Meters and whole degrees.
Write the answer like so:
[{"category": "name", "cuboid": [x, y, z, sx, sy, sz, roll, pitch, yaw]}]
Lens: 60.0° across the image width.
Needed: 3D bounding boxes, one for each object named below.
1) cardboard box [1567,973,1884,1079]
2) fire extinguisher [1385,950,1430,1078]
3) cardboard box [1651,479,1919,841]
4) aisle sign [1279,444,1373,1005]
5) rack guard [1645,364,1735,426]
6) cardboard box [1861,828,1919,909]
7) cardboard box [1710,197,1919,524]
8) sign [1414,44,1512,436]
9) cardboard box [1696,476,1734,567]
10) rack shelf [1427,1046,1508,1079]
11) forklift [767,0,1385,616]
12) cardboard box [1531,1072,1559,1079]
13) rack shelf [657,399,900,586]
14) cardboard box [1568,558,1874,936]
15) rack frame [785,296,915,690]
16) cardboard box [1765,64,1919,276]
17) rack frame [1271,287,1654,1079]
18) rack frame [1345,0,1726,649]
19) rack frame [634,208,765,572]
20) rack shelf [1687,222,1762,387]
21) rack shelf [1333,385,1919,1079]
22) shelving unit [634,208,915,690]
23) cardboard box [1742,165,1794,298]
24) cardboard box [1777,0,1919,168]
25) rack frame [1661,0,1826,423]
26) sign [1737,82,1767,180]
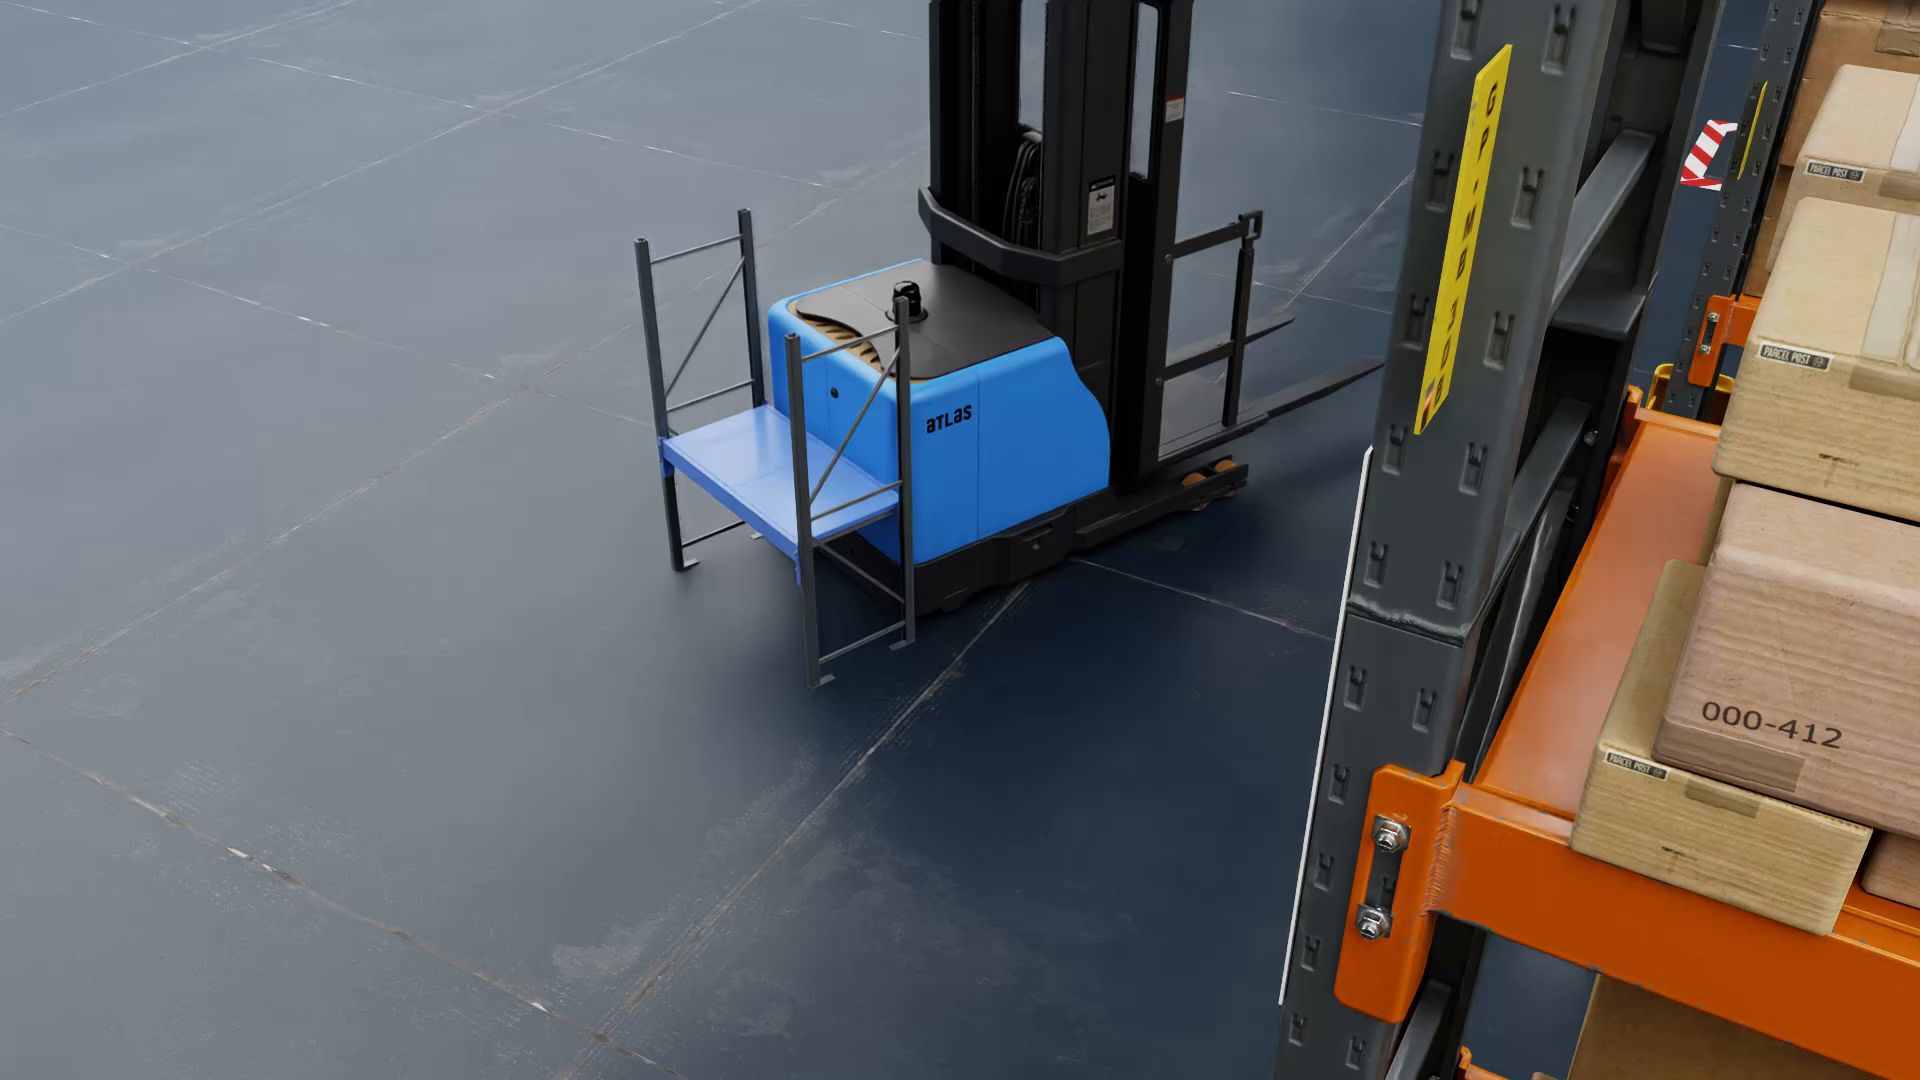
[{"category": "cardboard box", "cuboid": [1.252, 0.554, 2.452, 0.500, 0.500, 0.700, 17, 37, 23]}, {"category": "fire extinguisher", "cuboid": [0.829, 0.879, 3.294, 0.183, 0.674, 0.296, 18, 37, 24]}, {"category": "cardboard box", "cuboid": [1.004, 0.056, 1.620, 0.500, 0.250, 0.500, 17, 37, 24]}, {"category": "aisle sign", "cuboid": [0.492, 0.150, 1.973, 0.004, 0.787, 0.394, 18, 37, 24]}, {"category": "rack guard", "cuboid": [3.047, -0.276, 7.214, 0.348, 0.500, 1.175, 18, 37, 24]}, {"category": "cardboard box", "cuboid": [1.099, 0.233, 1.715, 0.250, 0.149, 0.380, 16, 37, 23]}, {"category": "cardboard box", "cuboid": [0.907, -0.180, 1.615, 0.250, 0.149, 0.380, 17, 37, 24]}, {"category": "sign", "cuboid": [0.431, -0.251, 1.426, 0.005, 0.325, 0.100, 18, 37, 24]}, {"category": "cardboard box", "cuboid": [1.148, -0.081, 2.185, 0.250, 0.149, 0.380, 18, 38, 25]}, {"category": "rack shelf", "cuboid": [2.436, 1.949, 2.265, 4.000, 0.370, 1.077, 18, 37, 24]}, {"category": "forklift", "cuboid": [0.686, -1.564, 6.954, 3.031, 2.935, 1.130, -22, 40, -30]}, {"category": "cardboard box", "cuboid": [0.973, 1.198, 2.386, 0.500, 0.500, 0.500, 17, 37, 24]}, {"category": "rack shelf", "cuboid": [-0.701, -0.210, 6.537, 0.538, 0.185, 1.000, -24, 40, -31]}, {"category": "cardboard box", "cuboid": [0.827, 0.203, 1.759, 0.250, 0.149, 0.380, 18, 38, 24]}, {"category": "rack frame", "cuboid": [-0.384, -0.140, 6.107, 0.500, 1.500, 0.032, -24, 40, -31]}, {"category": "cardboard box", "cuboid": [1.140, -0.425, 1.983, 0.250, 0.149, 0.380, 18, 38, 25]}, {"category": "rack frame", "cuboid": [0.700, 1.100, 2.892, 0.127, 3.000, 1.000, 18, 37, 24]}, {"category": "rack frame", "cuboid": [0.700, -1.397, 1.229, 0.127, 3.000, 1.000, 18, 37, 24]}, {"category": "rack frame", "cuboid": [-1.018, -0.580, 6.768, 0.500, 1.500, 0.032, -24, 40, -31]}, {"category": "rack shelf", "cuboid": [4.804, -0.461, 5.884, 4.000, 0.370, 1.077, 18, 37, 24]}, {"category": "rack shelf", "cuboid": [2.436, 0.701, 1.434, 4.000, 0.370, 1.077, 18, 37, 24]}, {"category": "shelving unit", "cuboid": [-0.701, -0.360, 6.437, 0.538, 1.500, 1.048, -24, 40, -31]}, {"category": "cardboard box", "cuboid": [3.413, -1.292, 6.349, 0.550, 0.550, 0.875, 18, 37, 24]}, {"category": "cardboard box", "cuboid": [3.371, -1.701, 5.989, 0.550, 0.550, 0.875, 18, 37, 24]}, {"category": "rack frame", "cuboid": [3.068, -1.310, 6.511, 0.127, 3.000, 1.000, 18, 37, 24]}, {"category": "sign", "cuboid": [2.787, -1.438, 5.850, 0.005, 0.325, 0.100, 18, 37, 24]}]
